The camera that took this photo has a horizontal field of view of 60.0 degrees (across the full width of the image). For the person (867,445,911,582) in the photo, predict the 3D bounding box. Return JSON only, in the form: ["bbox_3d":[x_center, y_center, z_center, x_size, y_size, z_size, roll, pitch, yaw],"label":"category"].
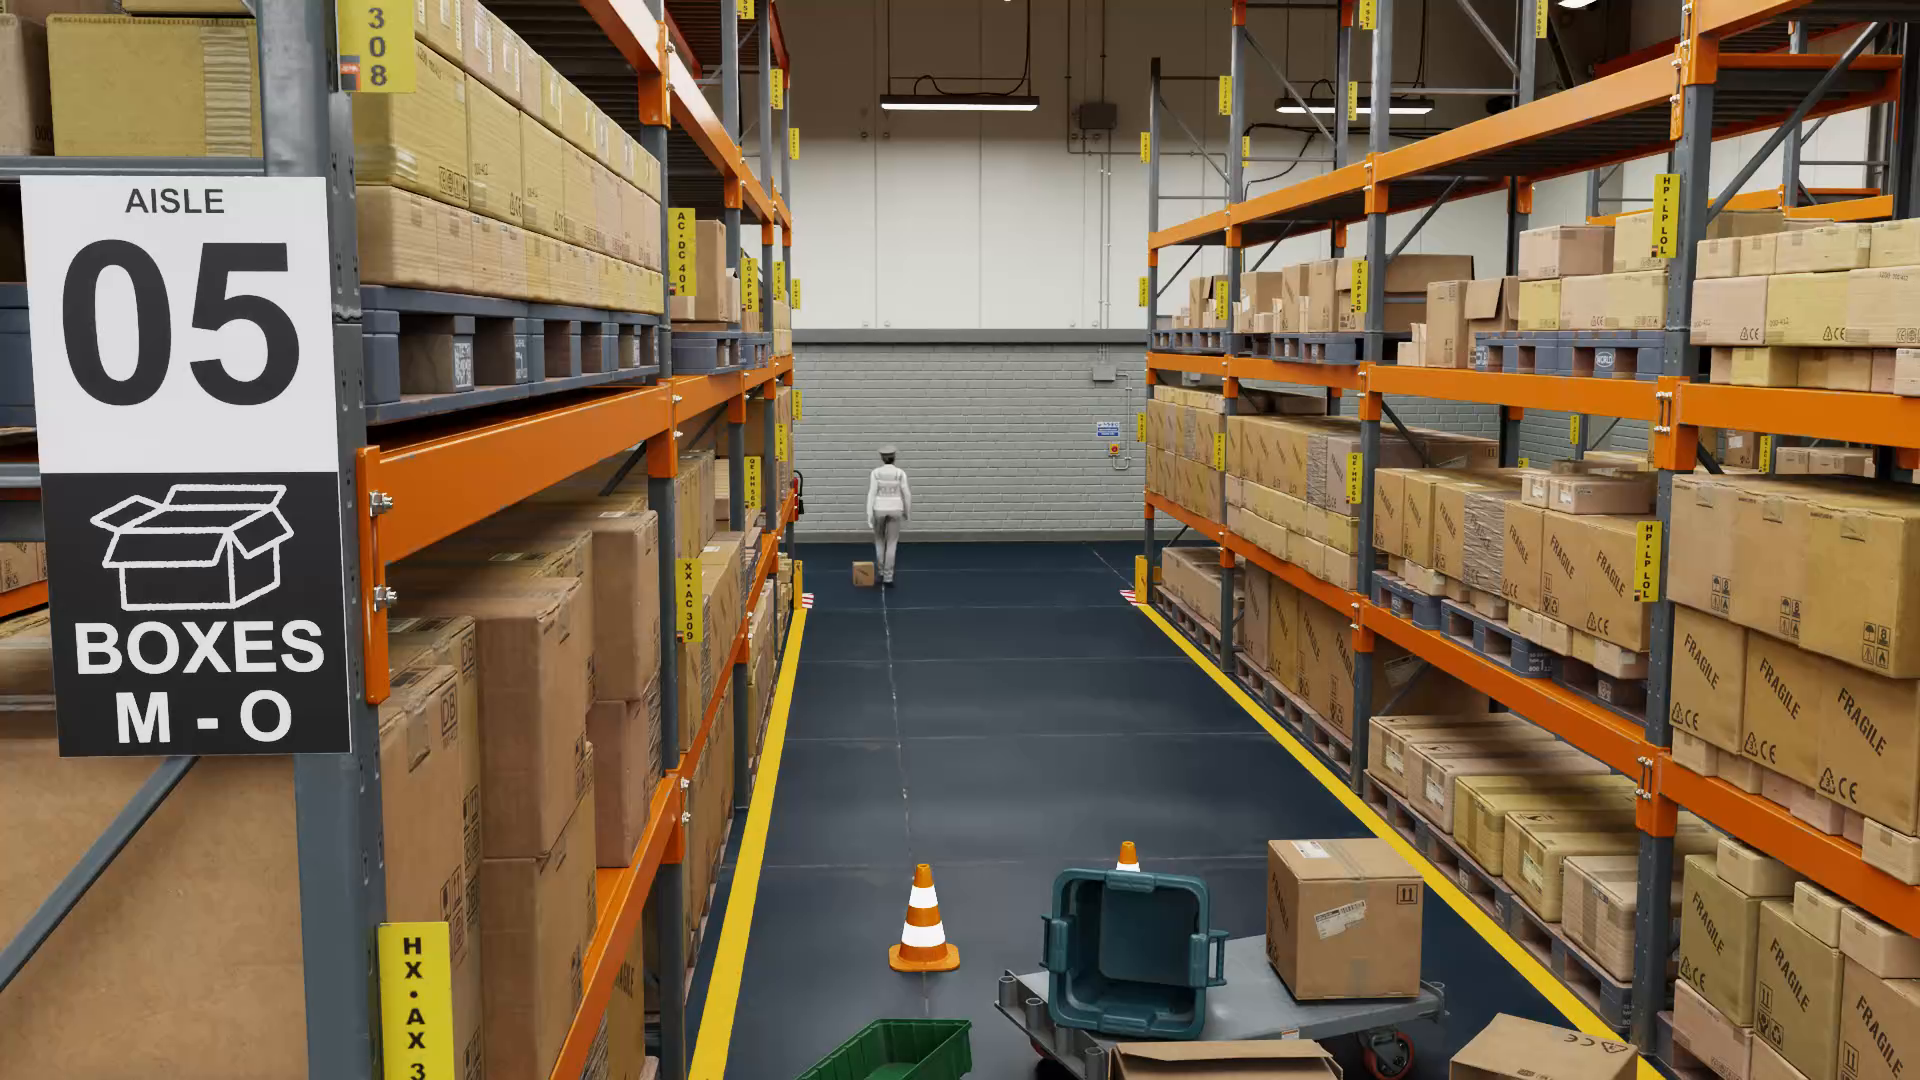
[{"bbox_3d":[-0.855,-0.305,20.216,0.522,1.706,0.773,0,7,3],"label":"person"}]
